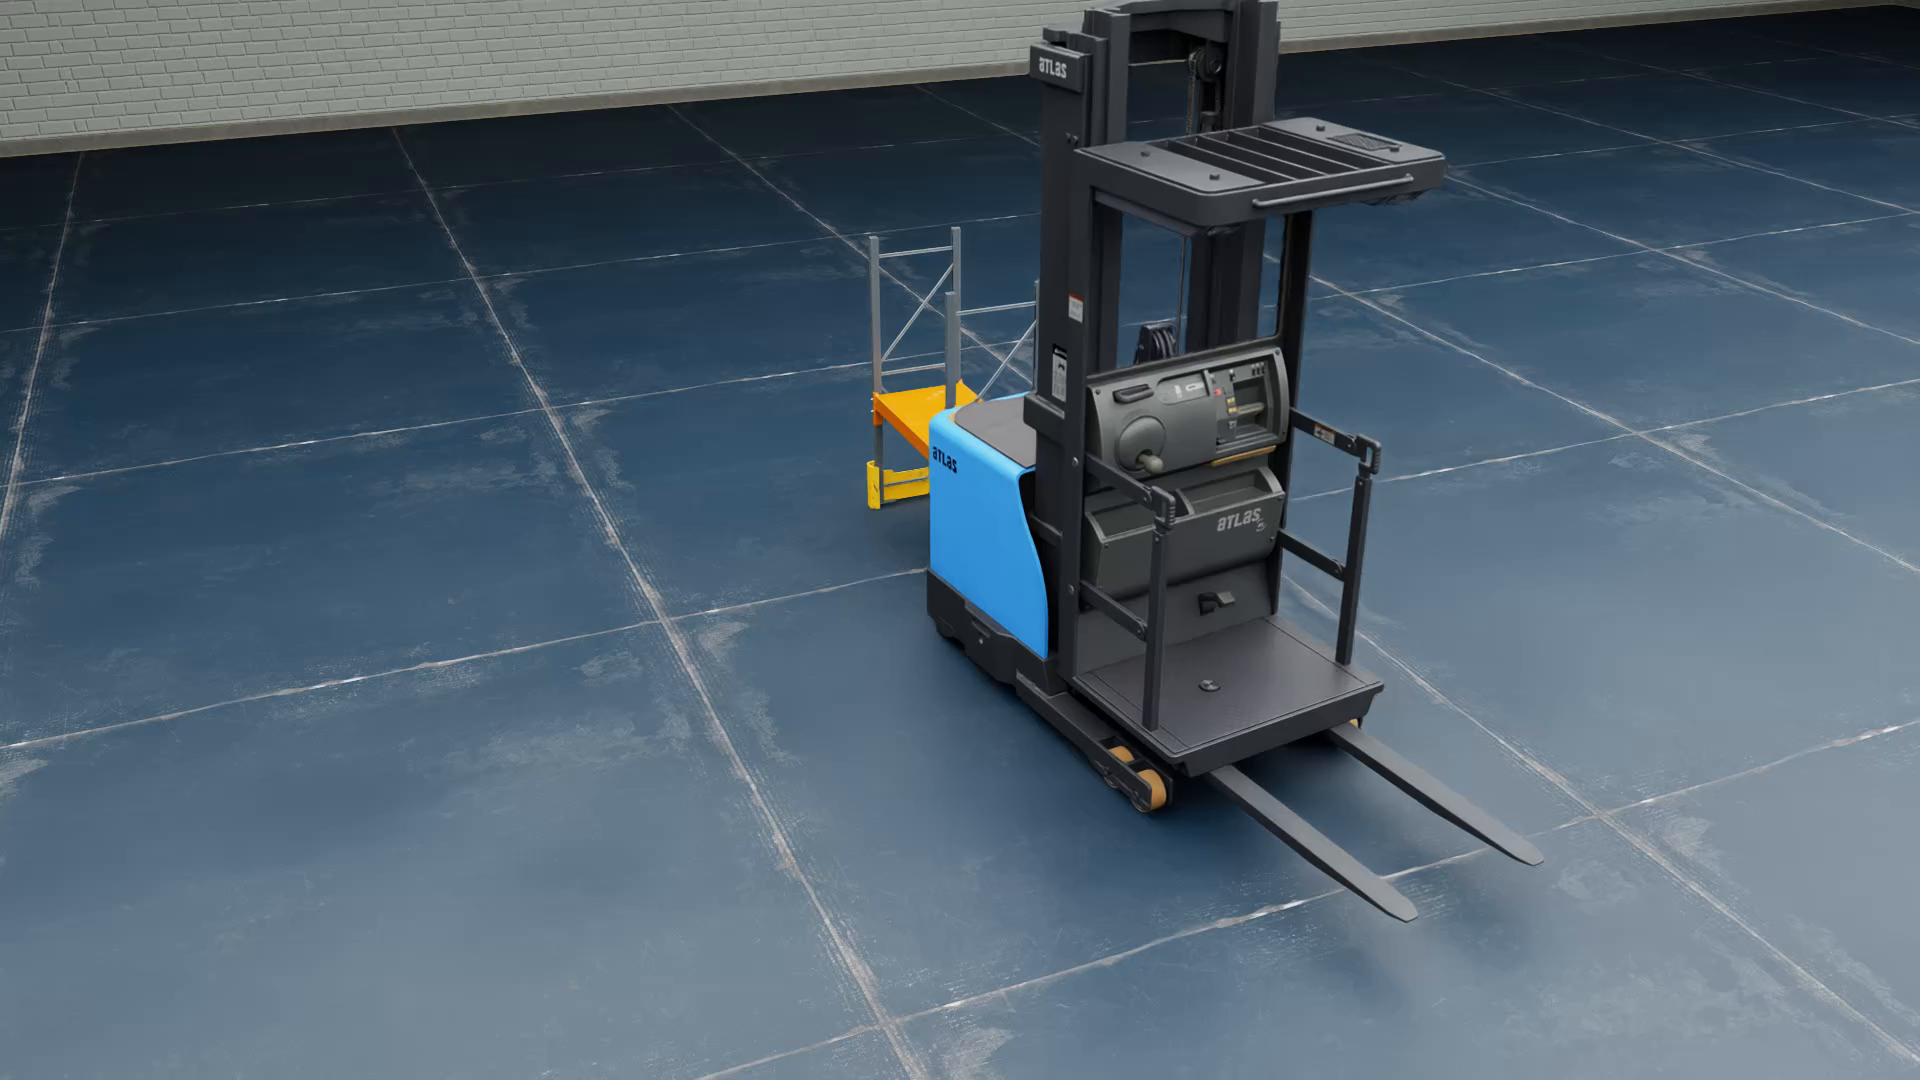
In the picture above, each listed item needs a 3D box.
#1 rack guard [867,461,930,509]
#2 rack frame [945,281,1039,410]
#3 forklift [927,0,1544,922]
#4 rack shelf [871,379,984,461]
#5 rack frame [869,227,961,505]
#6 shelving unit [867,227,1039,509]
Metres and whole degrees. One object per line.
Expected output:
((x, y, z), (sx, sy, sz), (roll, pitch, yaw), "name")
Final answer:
((-0.225, -0.344, 9.170), (0.587, 0.250, 0.087), (-11, 28, -21), "rack guard")
((0.166, -0.503, 8.071), (0.500, 1.500, 0.032), (-11, 28, -21), "rack frame")
((1.025, -0.477, 6.385), (1.130, 2.935, 3.031), (-14, 30, -27), "forklift")
((-0.033, -0.547, 8.570), (0.538, 0.185, 1.000), (-11, 28, -21), "rack shelf")
((-0.232, -0.914, 8.912), (0.500, 1.500, 0.032), (-11, 28, -21), "rack frame")
((-0.030, -0.705, 8.484), (0.587, 1.500, 1.083), (-11, 28, -21), "shelving unit")
